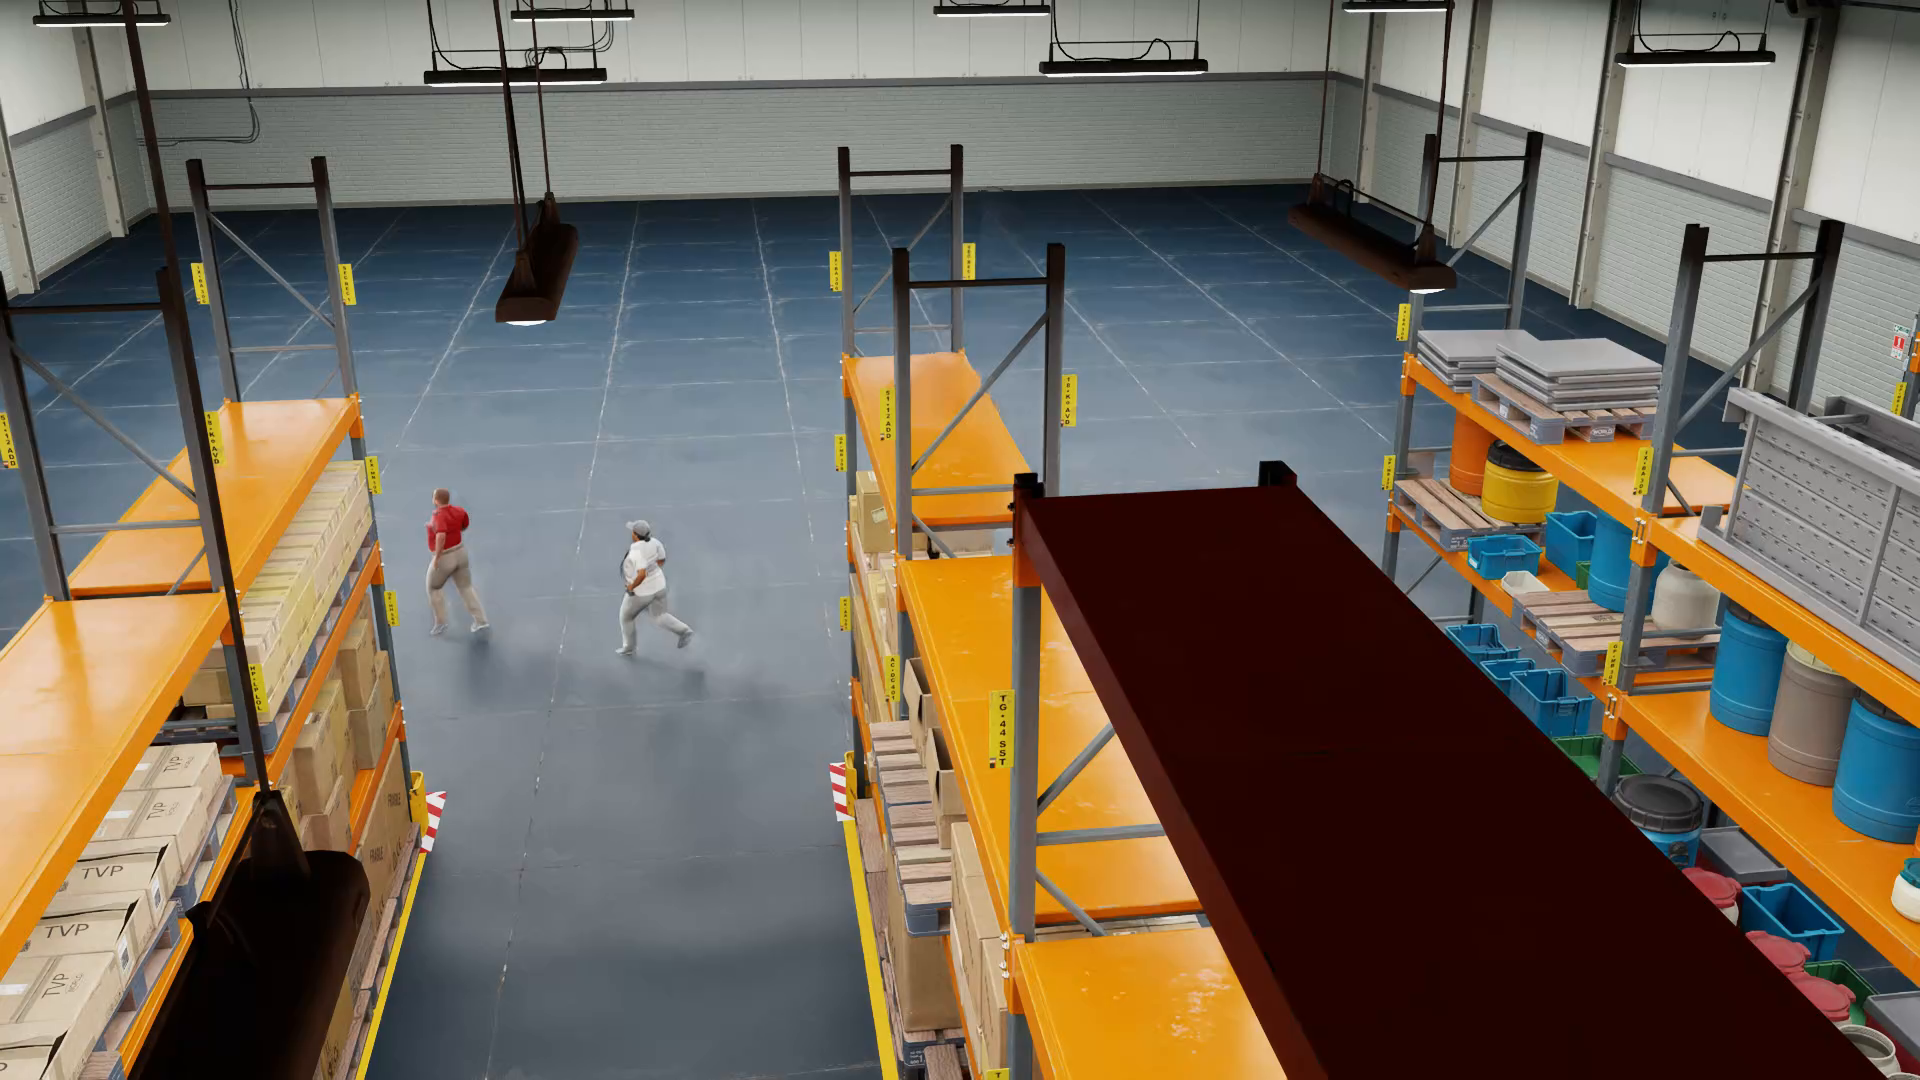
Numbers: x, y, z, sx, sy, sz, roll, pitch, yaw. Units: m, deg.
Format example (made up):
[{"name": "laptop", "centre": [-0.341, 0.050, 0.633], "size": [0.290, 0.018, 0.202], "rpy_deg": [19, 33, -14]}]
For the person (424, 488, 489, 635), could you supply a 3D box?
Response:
[{"name": "person", "centre": [-5.692, 0.274, 18.625], "size": [0.811, 1.806, 0.678], "rpy_deg": [13, 25, 30]}]

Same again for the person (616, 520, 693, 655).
[{"name": "person", "centre": [-3.378, 0.565, 18.066], "size": [1.006, 1.664, 0.585], "rpy_deg": [14, 25, 31]}]
